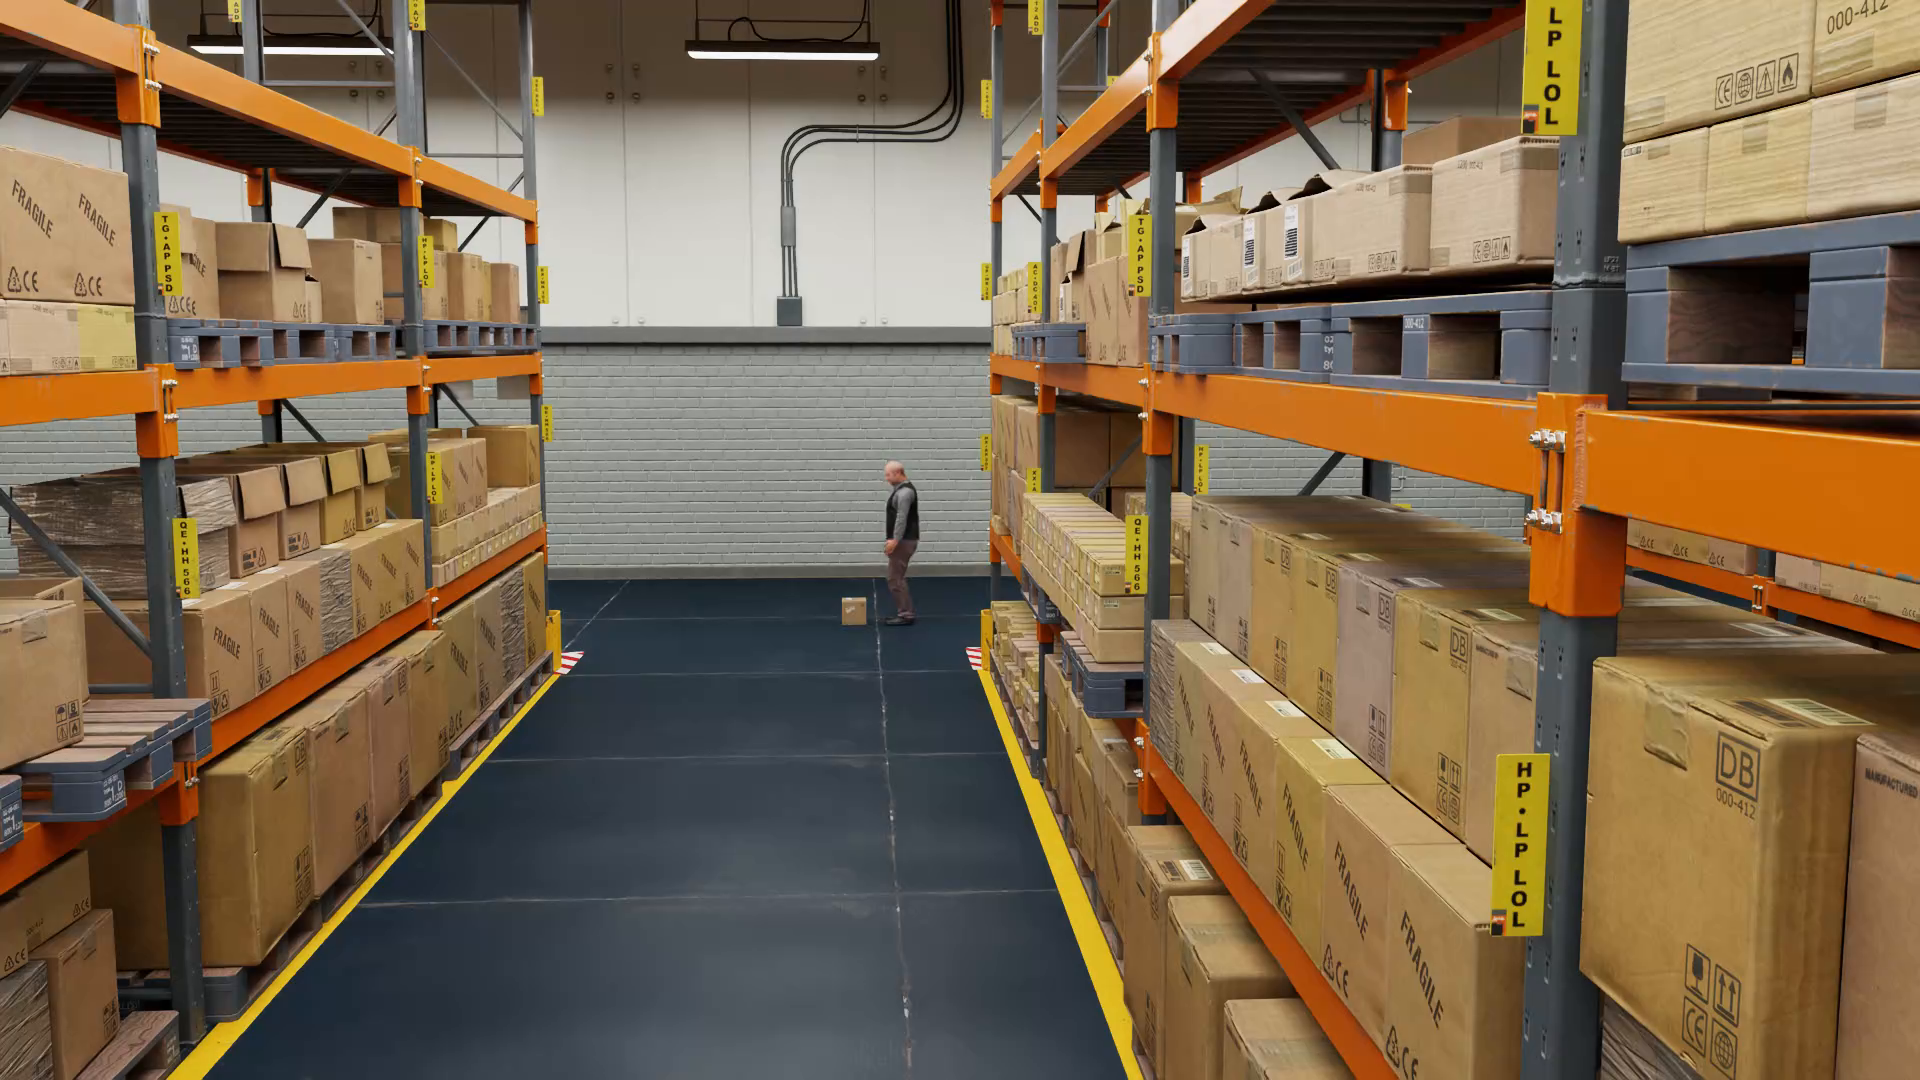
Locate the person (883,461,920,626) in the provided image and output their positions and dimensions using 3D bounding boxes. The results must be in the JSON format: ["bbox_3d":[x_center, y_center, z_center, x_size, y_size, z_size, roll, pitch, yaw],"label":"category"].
[{"bbox_3d":[-0.608,0.030,17.236,0.378,1.697,0.546,0,7,-2],"label":"person"}]
